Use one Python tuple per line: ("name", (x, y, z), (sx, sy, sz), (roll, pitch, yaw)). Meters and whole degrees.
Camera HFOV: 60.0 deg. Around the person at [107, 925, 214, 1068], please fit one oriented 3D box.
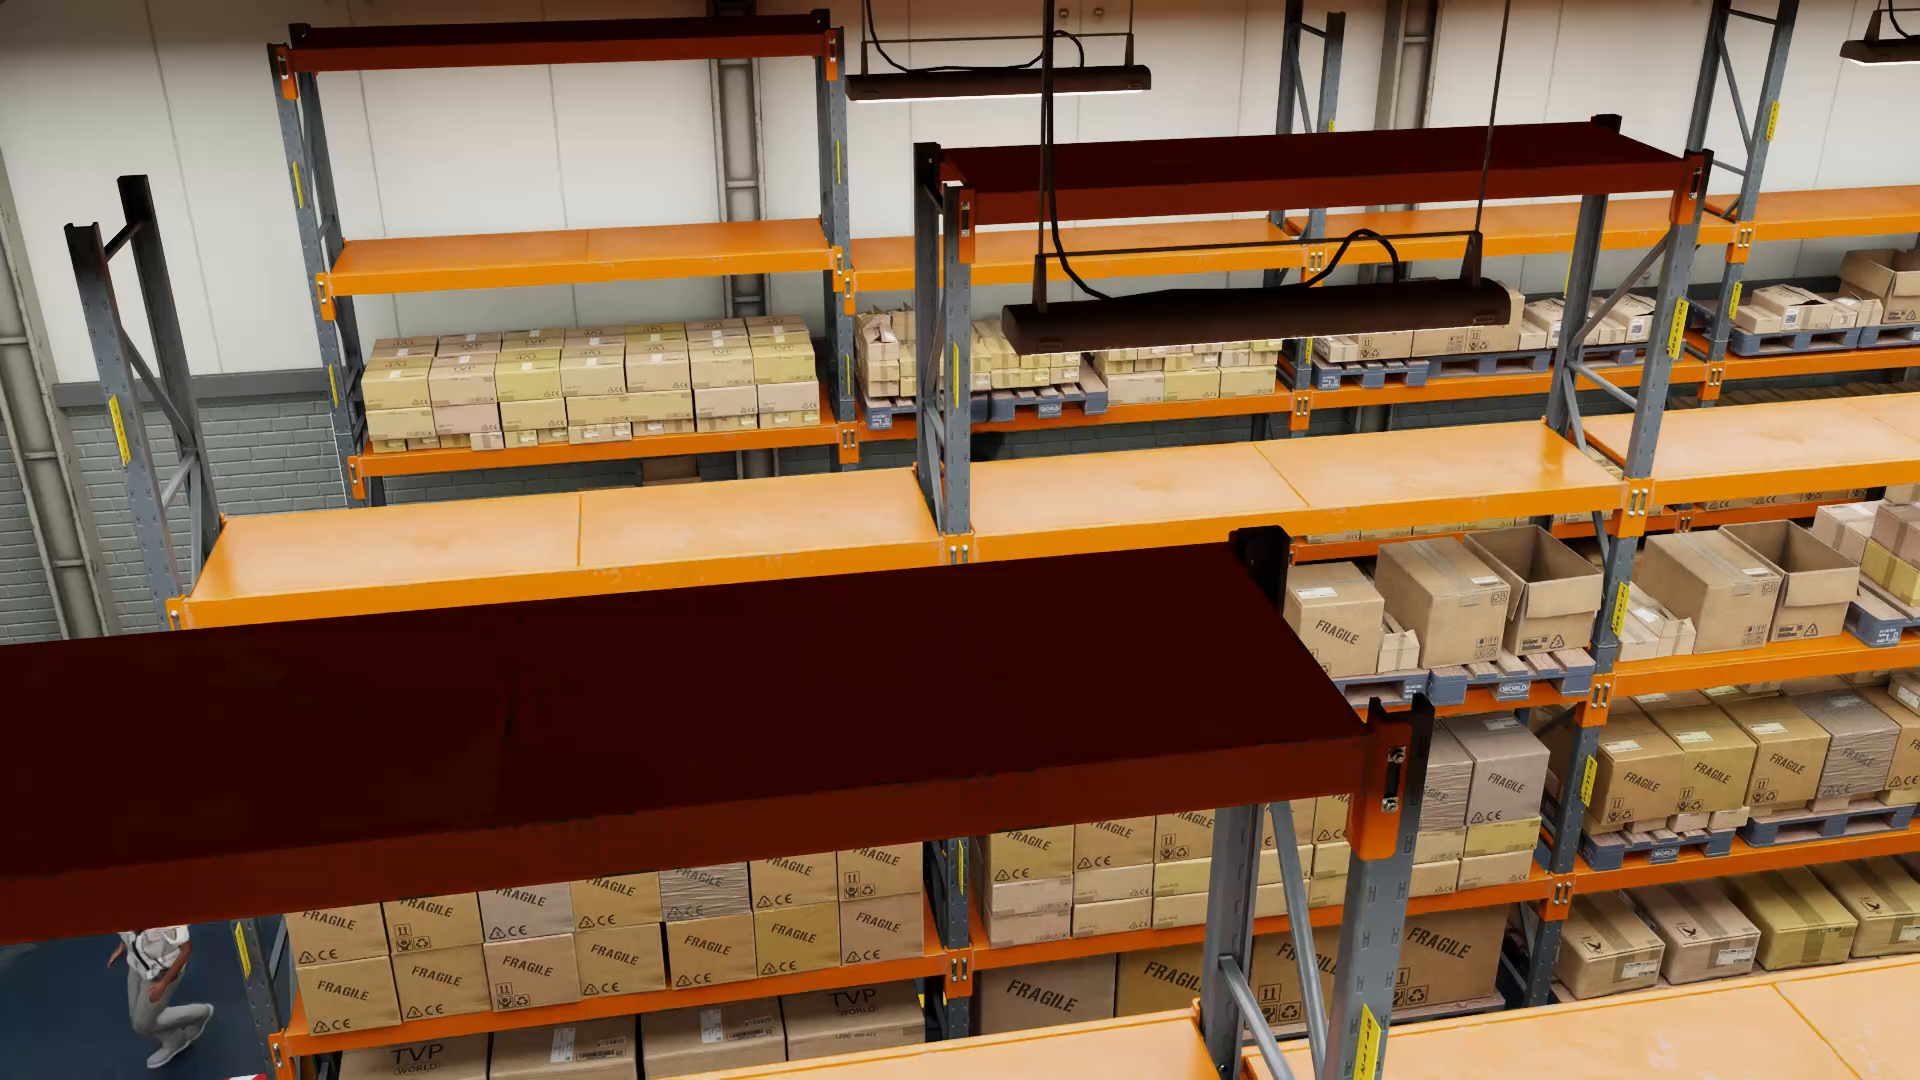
("person", (-5.178, 2.752, 10.744), (0.640, 1.655, 0.492), (19, 32, 34))
